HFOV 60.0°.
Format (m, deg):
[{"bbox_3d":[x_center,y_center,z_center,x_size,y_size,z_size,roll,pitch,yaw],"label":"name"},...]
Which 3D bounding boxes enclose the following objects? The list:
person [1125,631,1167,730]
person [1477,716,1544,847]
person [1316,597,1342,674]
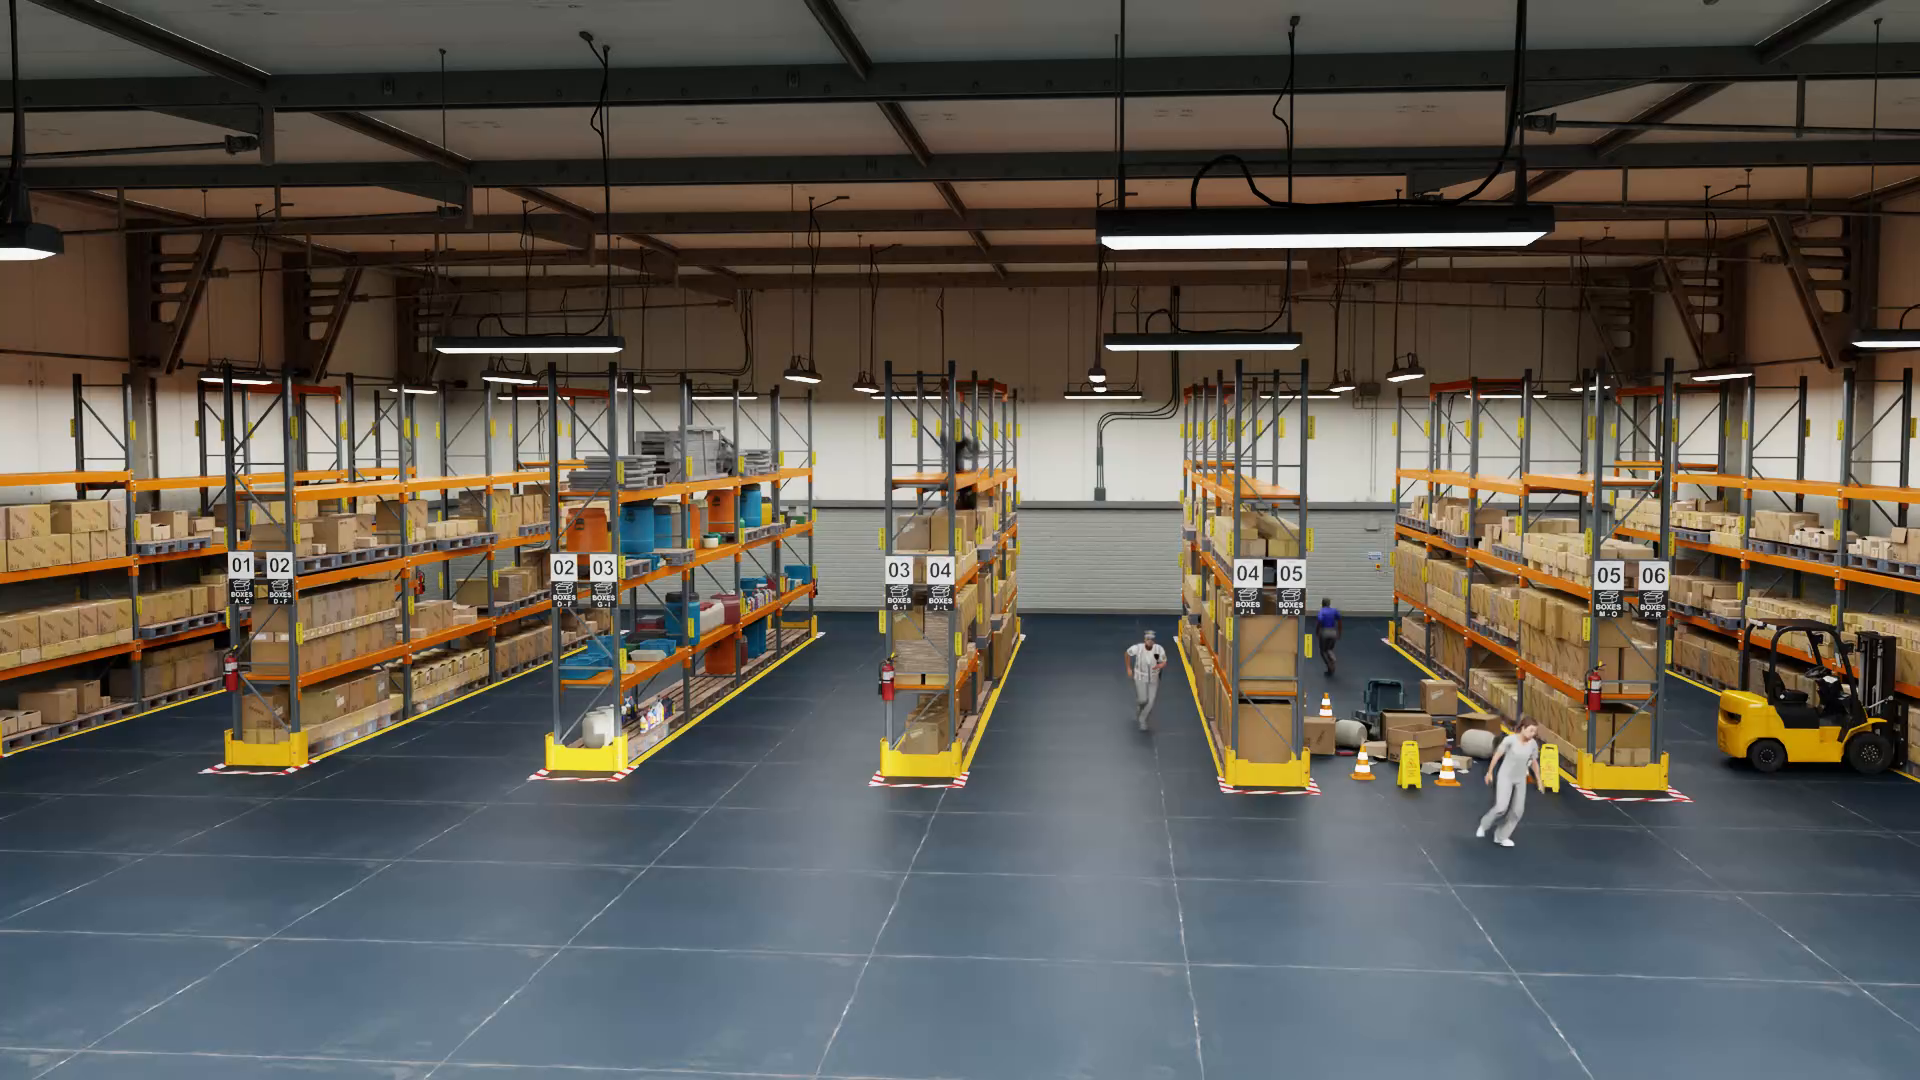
[{"bbox_3d":[3.123,2.335,27.733,0.636,1.702,0.736,-1,4,-8],"label":"person"},{"bbox_3d":[6.612,2.876,19.946,0.696,1.582,0.563,-1,4,-10],"label":"person"},{"bbox_3d":[7.583,1.967,34.117,0.589,1.601,0.538,-1,4,-14],"label":"person"}]
